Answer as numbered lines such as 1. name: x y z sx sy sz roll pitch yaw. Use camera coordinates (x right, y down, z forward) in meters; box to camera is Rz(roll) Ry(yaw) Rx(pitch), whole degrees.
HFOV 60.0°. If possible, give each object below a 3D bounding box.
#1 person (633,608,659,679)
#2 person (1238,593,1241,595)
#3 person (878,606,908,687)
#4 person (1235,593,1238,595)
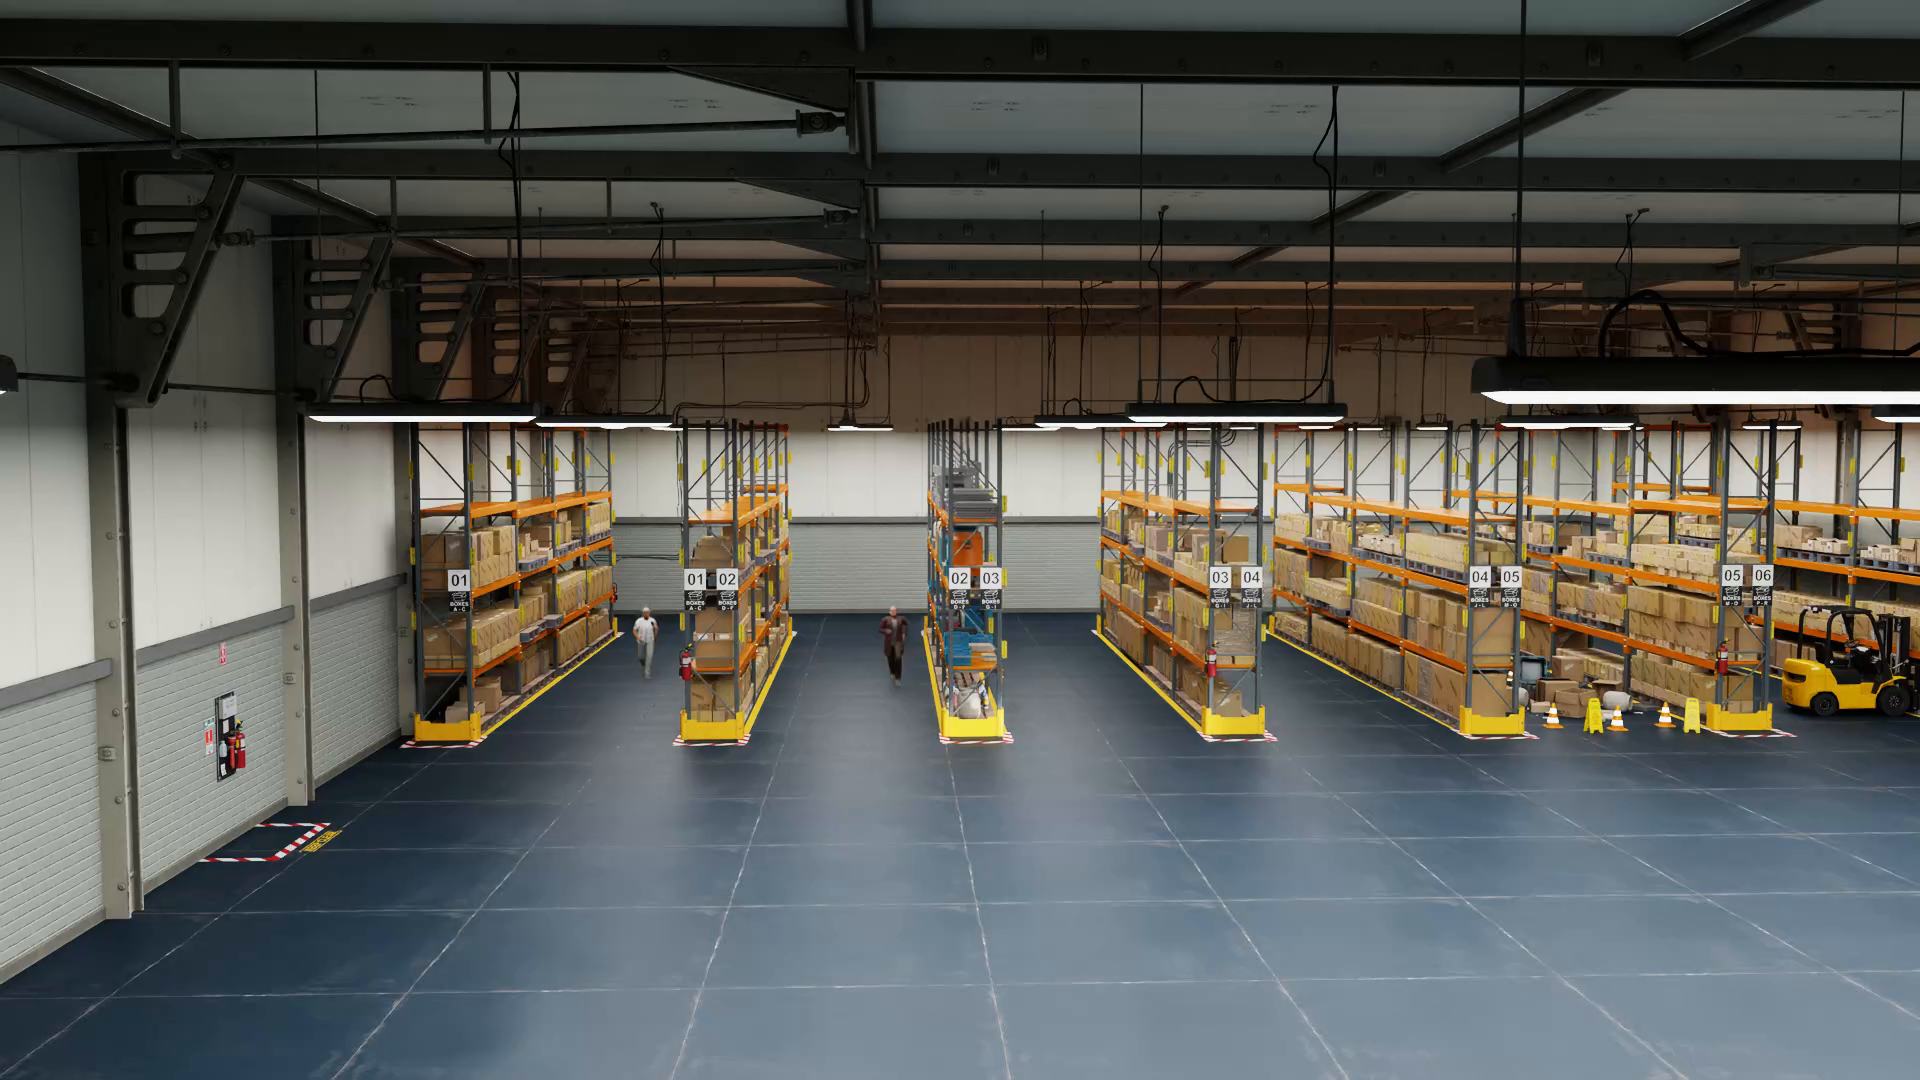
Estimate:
1. person: -7.408 2.422 39.212 0.587 1.657 0.973 -1 4 -8
2. person: 8.428 1.727 48.599 0.933 1.743 0.720 -2 4 -31
3. person: -1.537 2.418 38.060 0.675 1.846 0.959 0 4 1
4. person: 7.605 1.841 47.860 0.881 1.665 0.504 3 5 41
